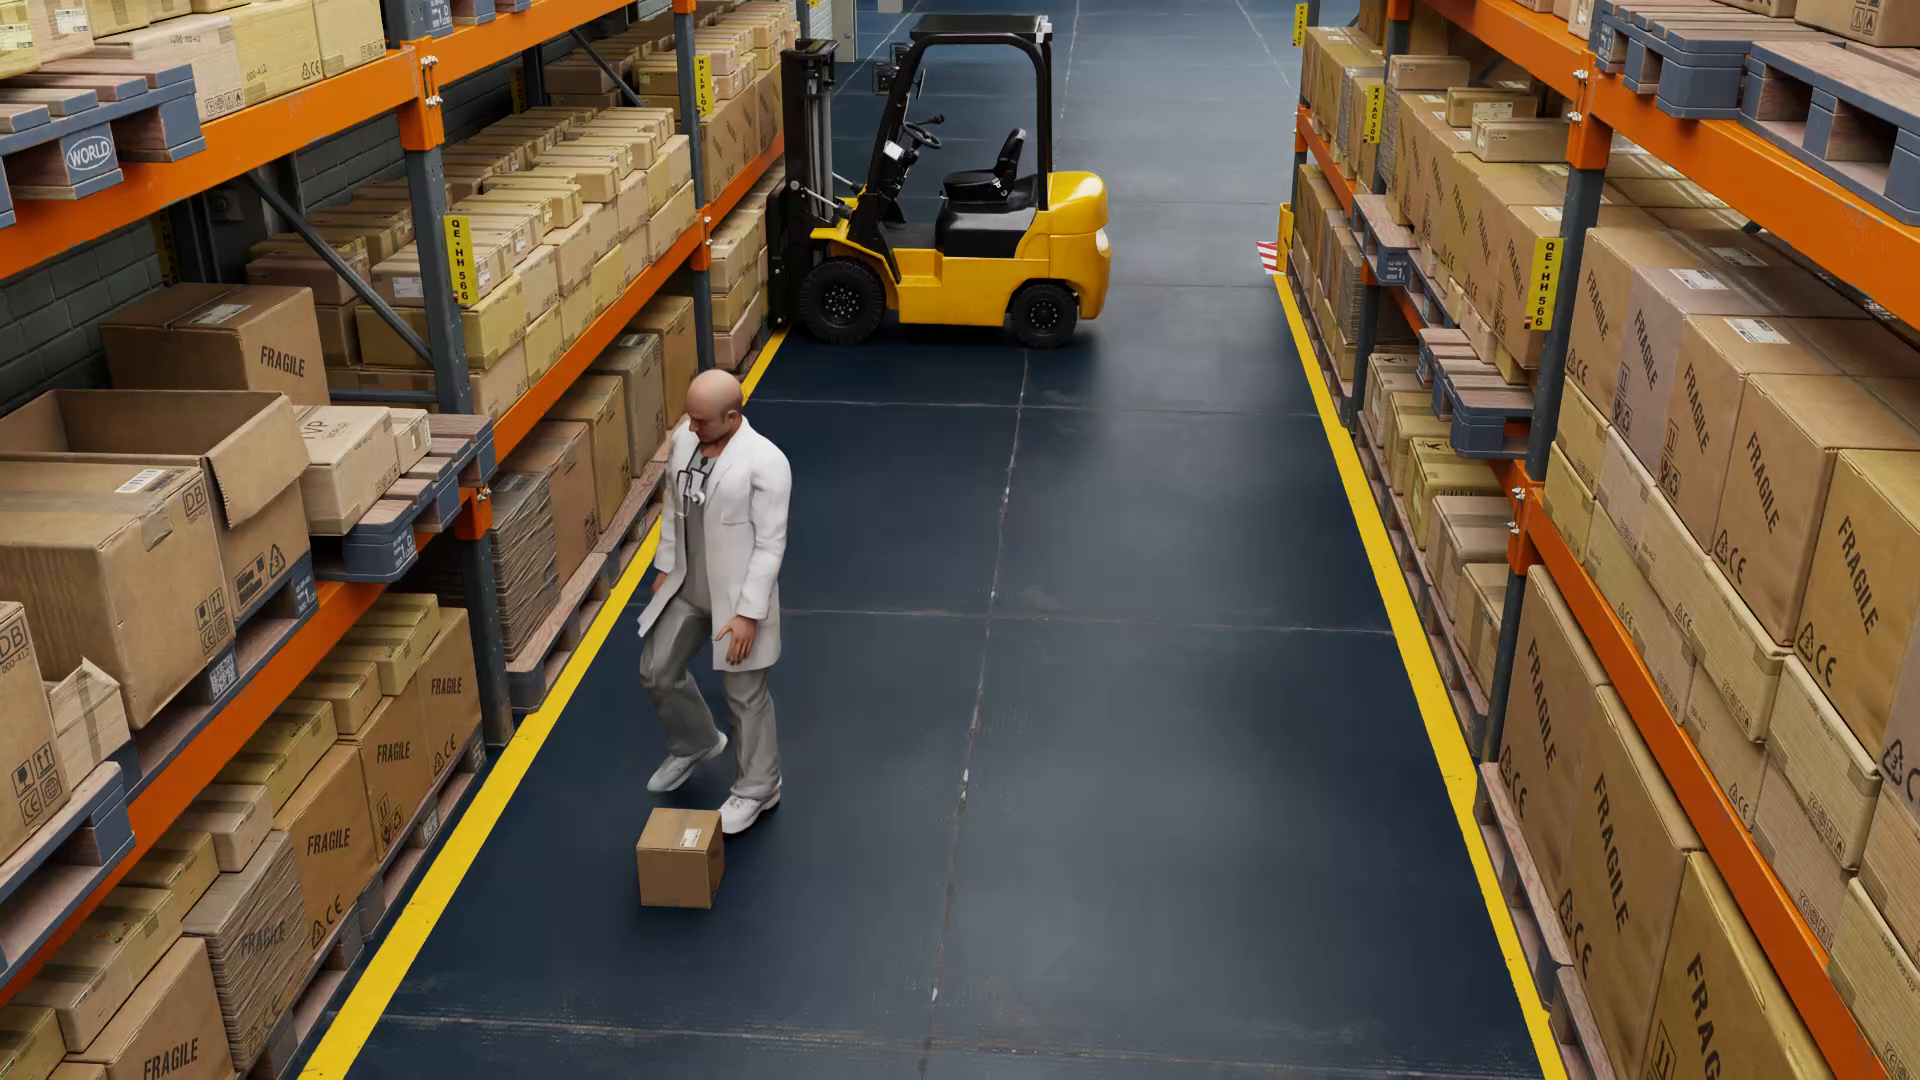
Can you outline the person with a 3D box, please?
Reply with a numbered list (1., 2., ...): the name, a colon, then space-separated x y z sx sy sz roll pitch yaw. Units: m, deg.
1. person: -0.932 0.228 6.120 0.679 1.815 0.414 16 29 31
